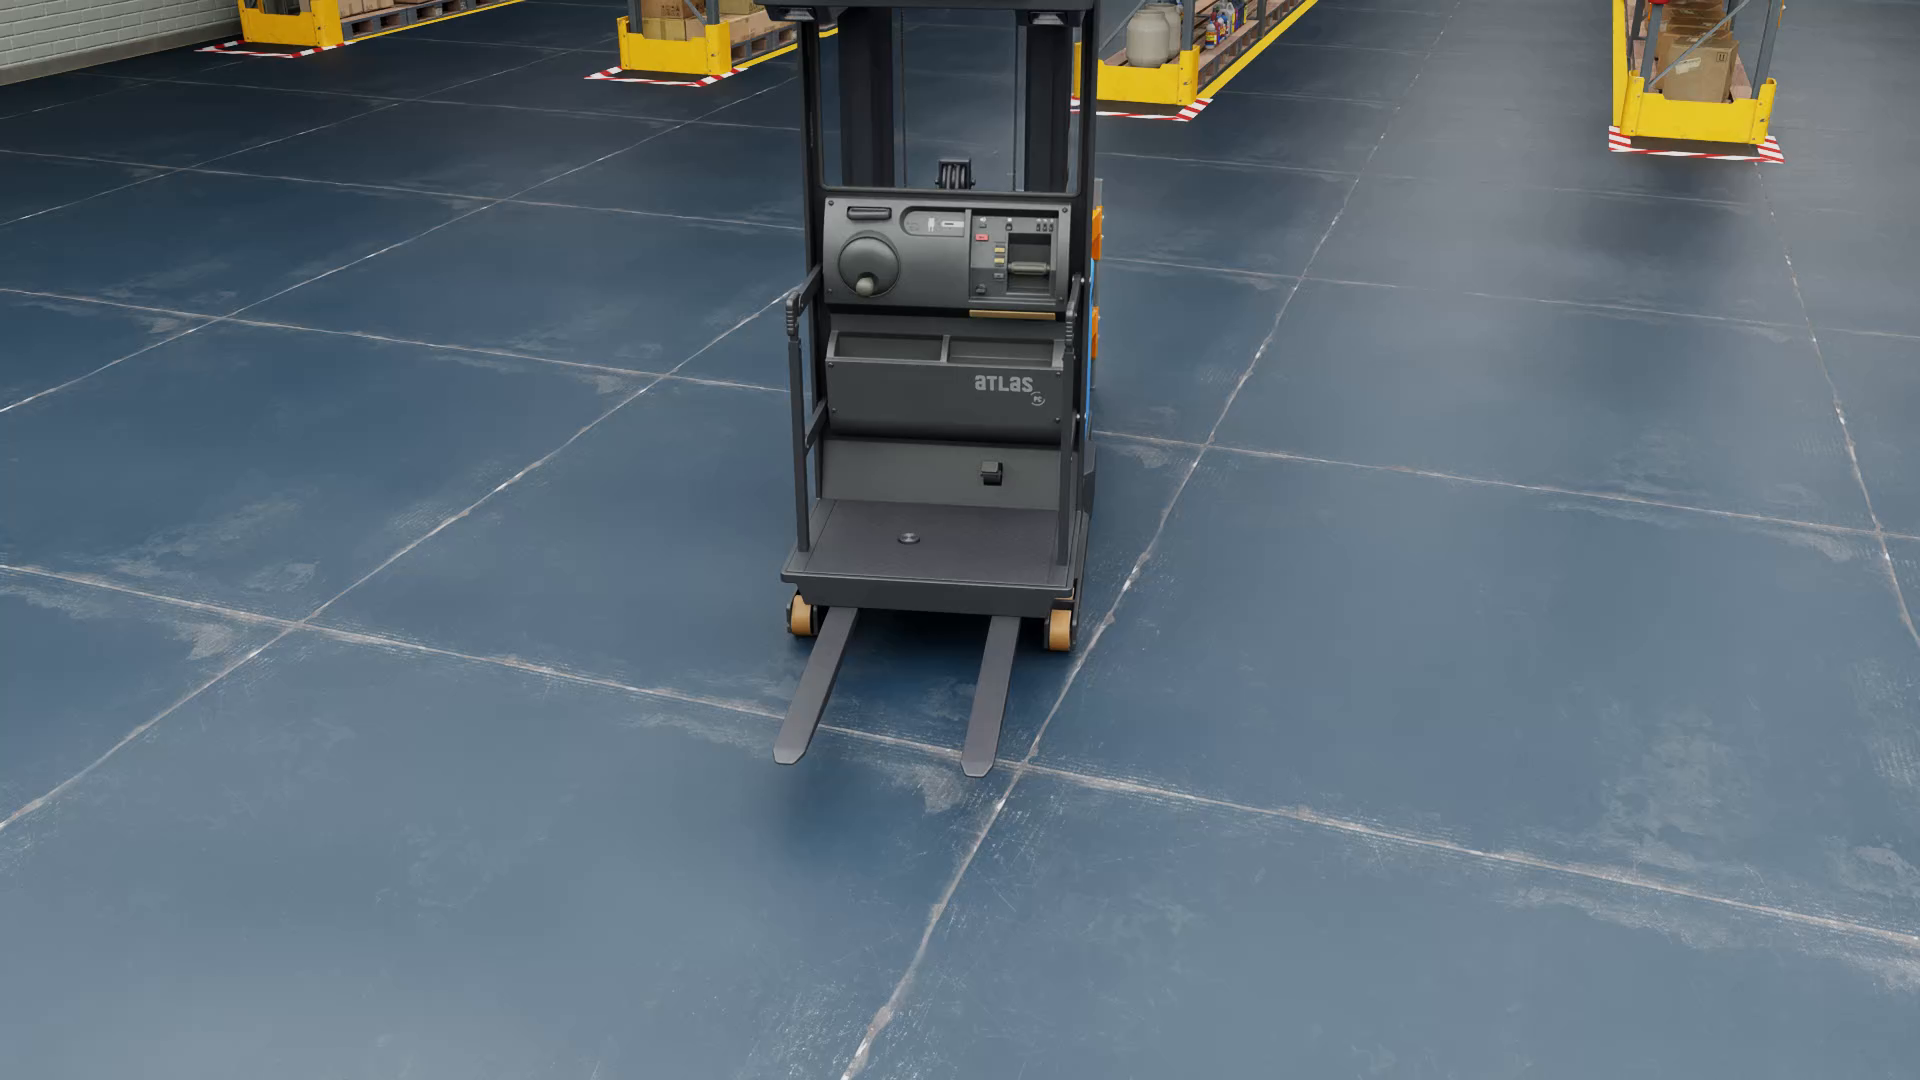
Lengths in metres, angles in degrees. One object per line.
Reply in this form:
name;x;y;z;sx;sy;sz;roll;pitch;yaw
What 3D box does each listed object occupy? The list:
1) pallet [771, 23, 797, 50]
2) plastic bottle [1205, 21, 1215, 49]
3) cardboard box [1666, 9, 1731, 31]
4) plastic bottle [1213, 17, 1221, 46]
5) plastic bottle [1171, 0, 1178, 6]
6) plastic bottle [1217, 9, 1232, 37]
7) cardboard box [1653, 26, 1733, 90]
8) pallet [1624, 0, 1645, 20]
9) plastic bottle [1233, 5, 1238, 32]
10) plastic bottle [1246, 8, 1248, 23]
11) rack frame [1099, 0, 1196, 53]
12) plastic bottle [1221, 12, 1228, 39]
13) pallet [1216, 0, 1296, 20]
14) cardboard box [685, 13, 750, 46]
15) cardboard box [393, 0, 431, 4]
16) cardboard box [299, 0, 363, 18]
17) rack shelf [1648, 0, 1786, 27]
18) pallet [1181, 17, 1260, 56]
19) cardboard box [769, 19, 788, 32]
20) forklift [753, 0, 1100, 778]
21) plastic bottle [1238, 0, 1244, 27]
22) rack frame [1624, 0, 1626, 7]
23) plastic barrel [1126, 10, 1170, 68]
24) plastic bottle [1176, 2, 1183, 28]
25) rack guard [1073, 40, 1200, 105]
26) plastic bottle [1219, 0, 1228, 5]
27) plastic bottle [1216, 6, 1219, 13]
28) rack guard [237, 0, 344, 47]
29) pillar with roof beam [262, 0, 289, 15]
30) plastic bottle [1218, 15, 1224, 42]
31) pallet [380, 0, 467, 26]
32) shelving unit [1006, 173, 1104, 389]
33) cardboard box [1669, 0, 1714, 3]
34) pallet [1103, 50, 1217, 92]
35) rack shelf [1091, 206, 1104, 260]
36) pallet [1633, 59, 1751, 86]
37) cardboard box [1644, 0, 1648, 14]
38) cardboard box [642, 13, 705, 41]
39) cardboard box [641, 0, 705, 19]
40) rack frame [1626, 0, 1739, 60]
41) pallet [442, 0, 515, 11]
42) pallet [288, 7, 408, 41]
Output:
pallet;-2.345;-5.863;19.116;1.003;0.211;1.213;9;27;17
plastic bottle;2.599;-5.248;17.273;0.097;0.271;0.097;0;26;0
cardboard box;7.217;-4.906;16.327;0.500;0.500;0.500;6;27;13
plastic bottle;2.692;-5.344;17.457;0.061;0.283;0.133;9;27;18
plastic bottle;2.373;-5.956;18.644;0.144;0.351;0.185;10;27;19
plastic bottle;2.861;-5.610;18.014;0.152;0.276;0.135;9;27;18
cardboard box;6.763;-4.428;15.341;0.500;0.500;0.500;17;30;31
pallet;8.773;-6.571;20.580;1.003;0.211;1.213;9;27;17
plastic bottle;3.012;-5.739;18.273;0.061;0.283;0.133;11;28;21
plastic bottle;3.206;-5.966;18.836;0.097;0.201;0.097;0;26;0
rack frame;1.702;-5.578;15.328;1.000;3.000;0.127;9;27;17
plastic bottle;2.814;-5.513;17.820;0.097;0.271;0.097;0;26;0
pallet;3.662;-6.798;21.048;1.003;0.211;1.213;9;27;17
cardboard box;-2.580;-5.437;17.711;0.500;0.250;0.500;9;27;17
cardboard box;-6.844;-6.887;20.396;0.700;0.500;0.500;7;27;14
cardboard box;-7.325;-6.274;19.346;0.500;0.311;0.500;6;26;12
rack shelf;7.038;-5.358;15.699;1.077;0.370;4.000;9;27;17
pallet;2.770;-5.697;18.774;1.003;0.211;1.213;9;27;17
cardboard box;-2.250;-5.849;18.561;0.500;0.250;0.500;9;27;17
forklift;-0.075;-1.050;6.055;1.130;2.935;3.031;3;26;6
plastic bottle;3.091;-5.921;18.572;0.144;0.351;0.185;8;27;16
rack frame;9.035;-8.147;20.635;1.000;3.000;0.127;9;27;17
plastic barrel;1.849;-4.929;16.361;0.421;0.512;0.421;0;26;0
plastic bottle;2.439;-5.843;18.502;0.097;0.271;0.097;0;26;0
rack guard;1.683;-4.491;15.952;1.175;0.500;0.348;9;27;17
plastic bottle;2.955;-5.942;18.615;0.144;0.351;0.185;9;27;17
plastic bottle;2.814;-5.683;18.158;0.061;0.283;0.133;9;27;17
rack guard;-7.615;-5.921;18.905;1.175;0.500;0.348;9;27;17
pillar with roof beam;-4.164;-9.504;16.552;9.100;9.000;0.400;9;27;17
plastic bottle;2.747;-5.430;17.648;0.097;0.271;0.097;0;26;0
pallet;-6.904;-6.619;20.679;1.003;0.211;1.213;9;27;17
shelving unit;0.344;-1.141;8.316;0.538;1.125;1.048;7;27;14
cardboard box;7.533;-5.409;17.366;0.500;0.500;0.500;8;27;16
pallet;1.958;-4.694;16.703;1.003;0.211;1.213;9;27;17
rack shelf;0.344;-1.405;8.189;0.538;0.278;1.000;7;27;14
pallet;7.109;-4.464;16.228;1.003;0.211;1.213;9;27;17
cardboard box;8.291;-6.249;19.078;0.700;0.500;0.500;6;27;13
cardboard box;-3.068;-5.512;17.867;0.500;0.250;0.500;9;27;17
cardboard box;-3.070;-5.850;17.704;0.500;0.500;0.500;9;27;17
rack frame;7.704;-6.503;17.240;1.000;3.000;0.127;9;27;17
pallet;-6.499;-7.122;21.718;1.003;0.211;1.213;9;27;17
pallet;-7.311;-6.120;19.647;1.003;0.211;1.213;9;27;17
